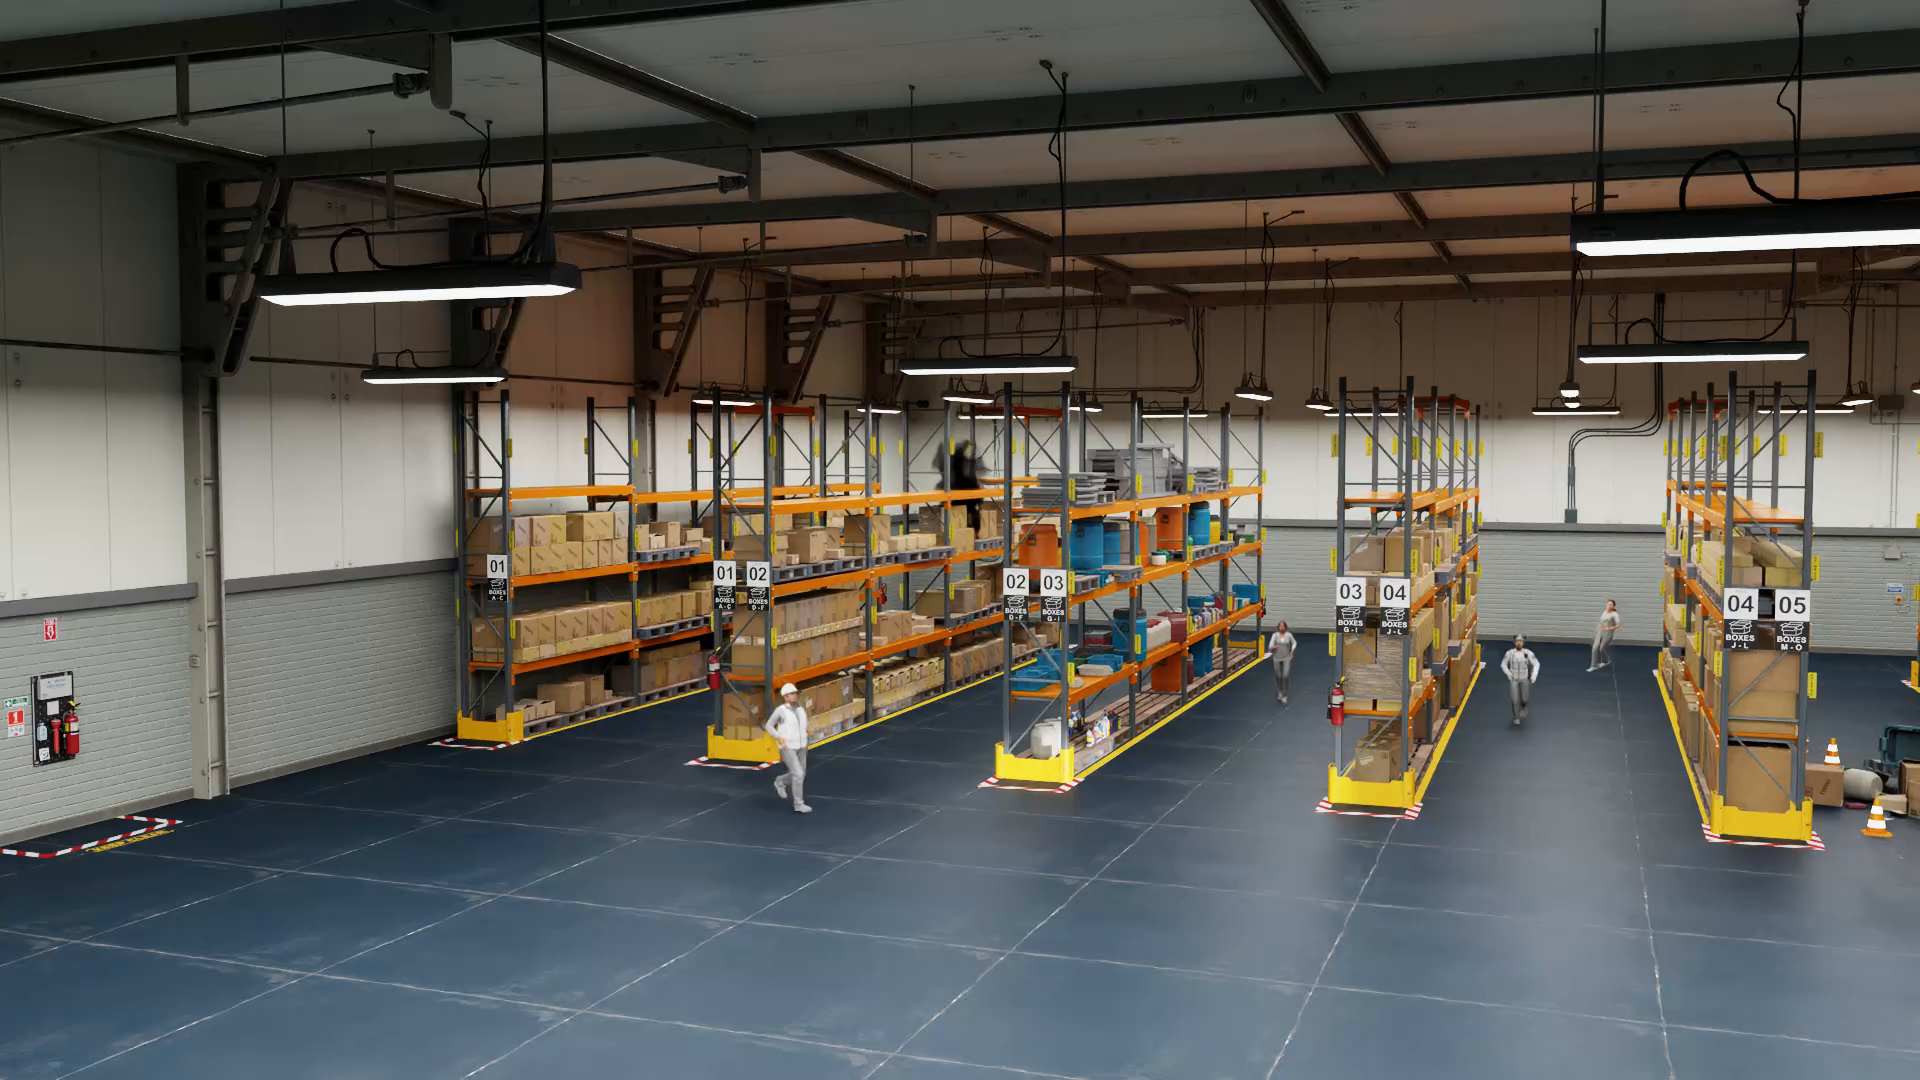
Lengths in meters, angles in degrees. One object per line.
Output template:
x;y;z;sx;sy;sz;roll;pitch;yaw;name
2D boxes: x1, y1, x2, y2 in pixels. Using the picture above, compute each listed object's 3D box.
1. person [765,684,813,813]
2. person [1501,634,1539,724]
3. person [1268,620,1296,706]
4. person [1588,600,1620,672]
-2.343;2.861;23.022;0.860;1.745;0.670;3;4;41;person
10.139;2.513;30.126;0.668;1.644;0.542;1;3;19;person
6.317;2.393;32.627;0.520;1.635;0.706;1;3;14;person
14.492;2.143;37.273;0.723;1.635;0.636;-2;4;-33;person
